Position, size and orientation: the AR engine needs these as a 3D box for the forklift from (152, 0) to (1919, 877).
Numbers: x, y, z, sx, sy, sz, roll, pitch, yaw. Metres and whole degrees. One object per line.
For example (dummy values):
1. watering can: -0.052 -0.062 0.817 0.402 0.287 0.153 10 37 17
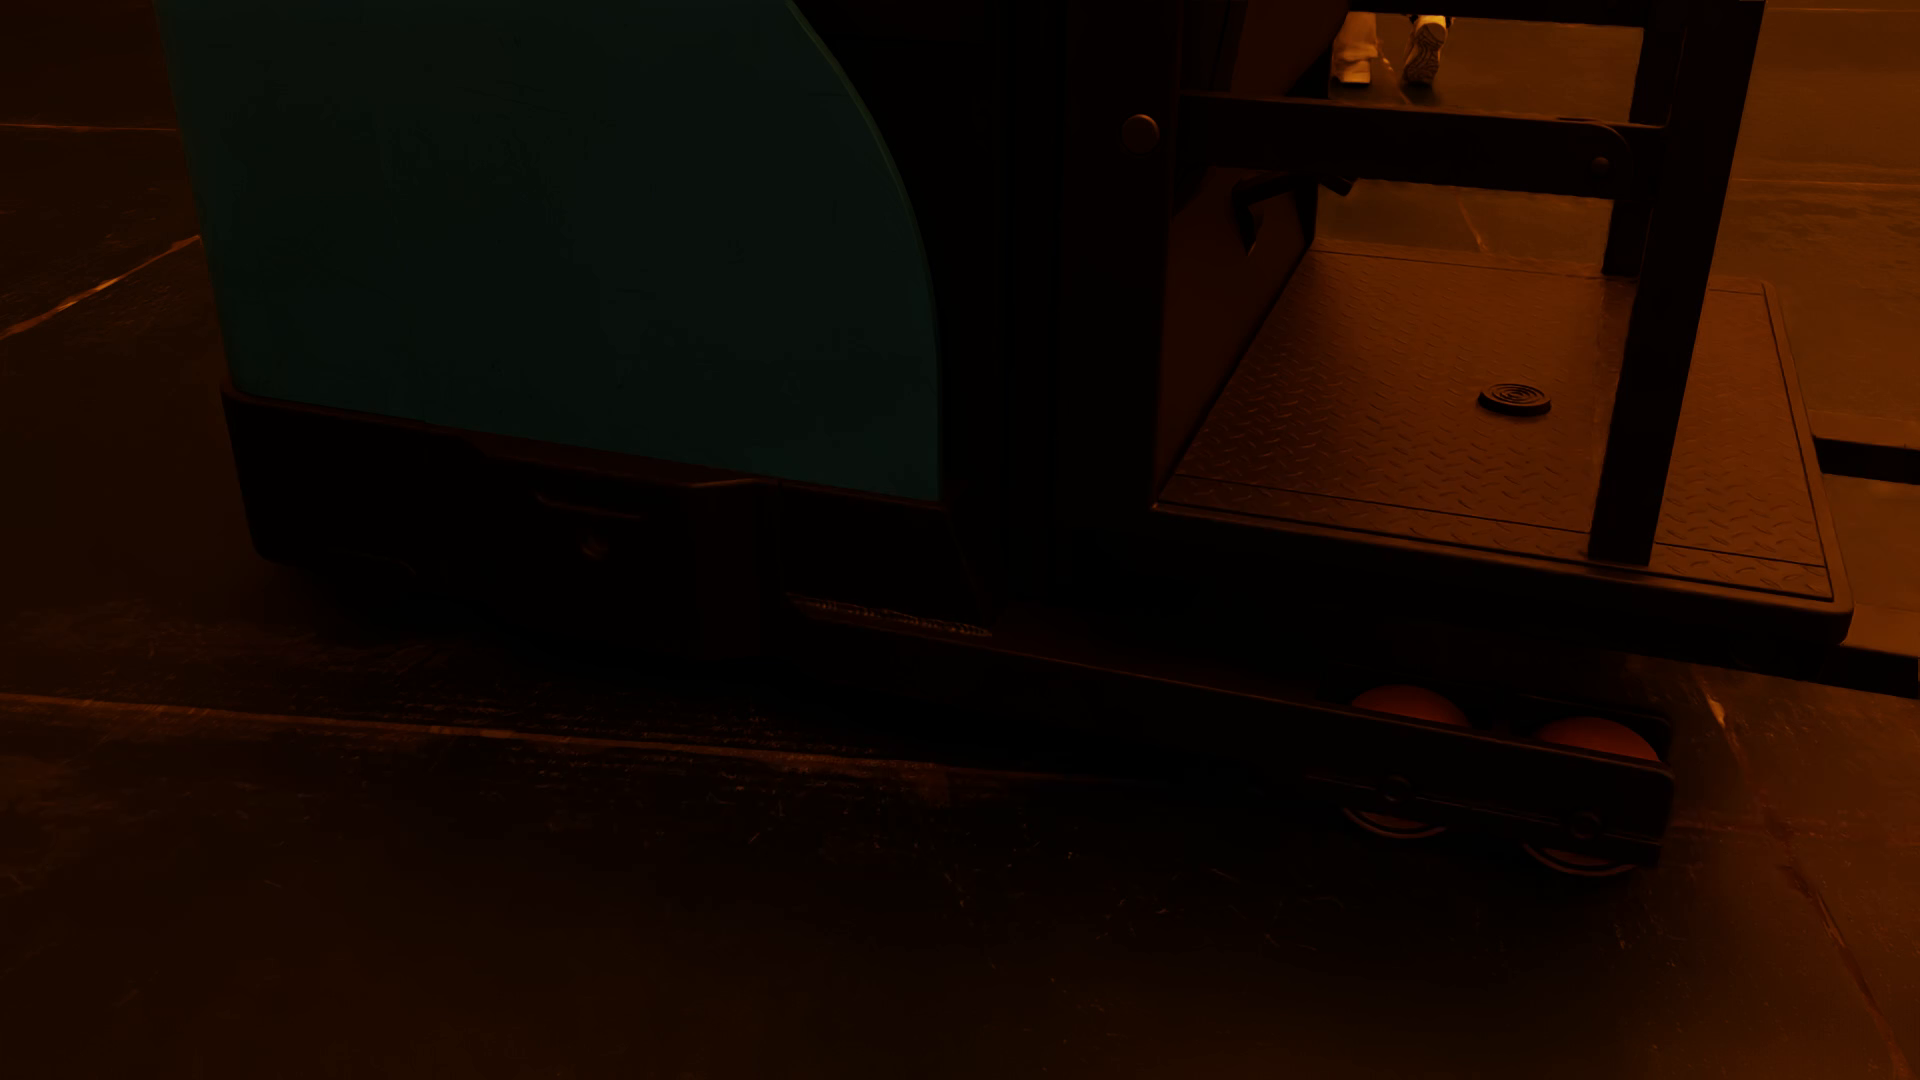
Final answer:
1. forklift: 0.575 -1.220 1.663 3.031 2.935 1.130 9 28 18

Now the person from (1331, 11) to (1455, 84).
1. person: 1.318 -2.315 5.203 0.829 1.750 0.517 0 27 0
